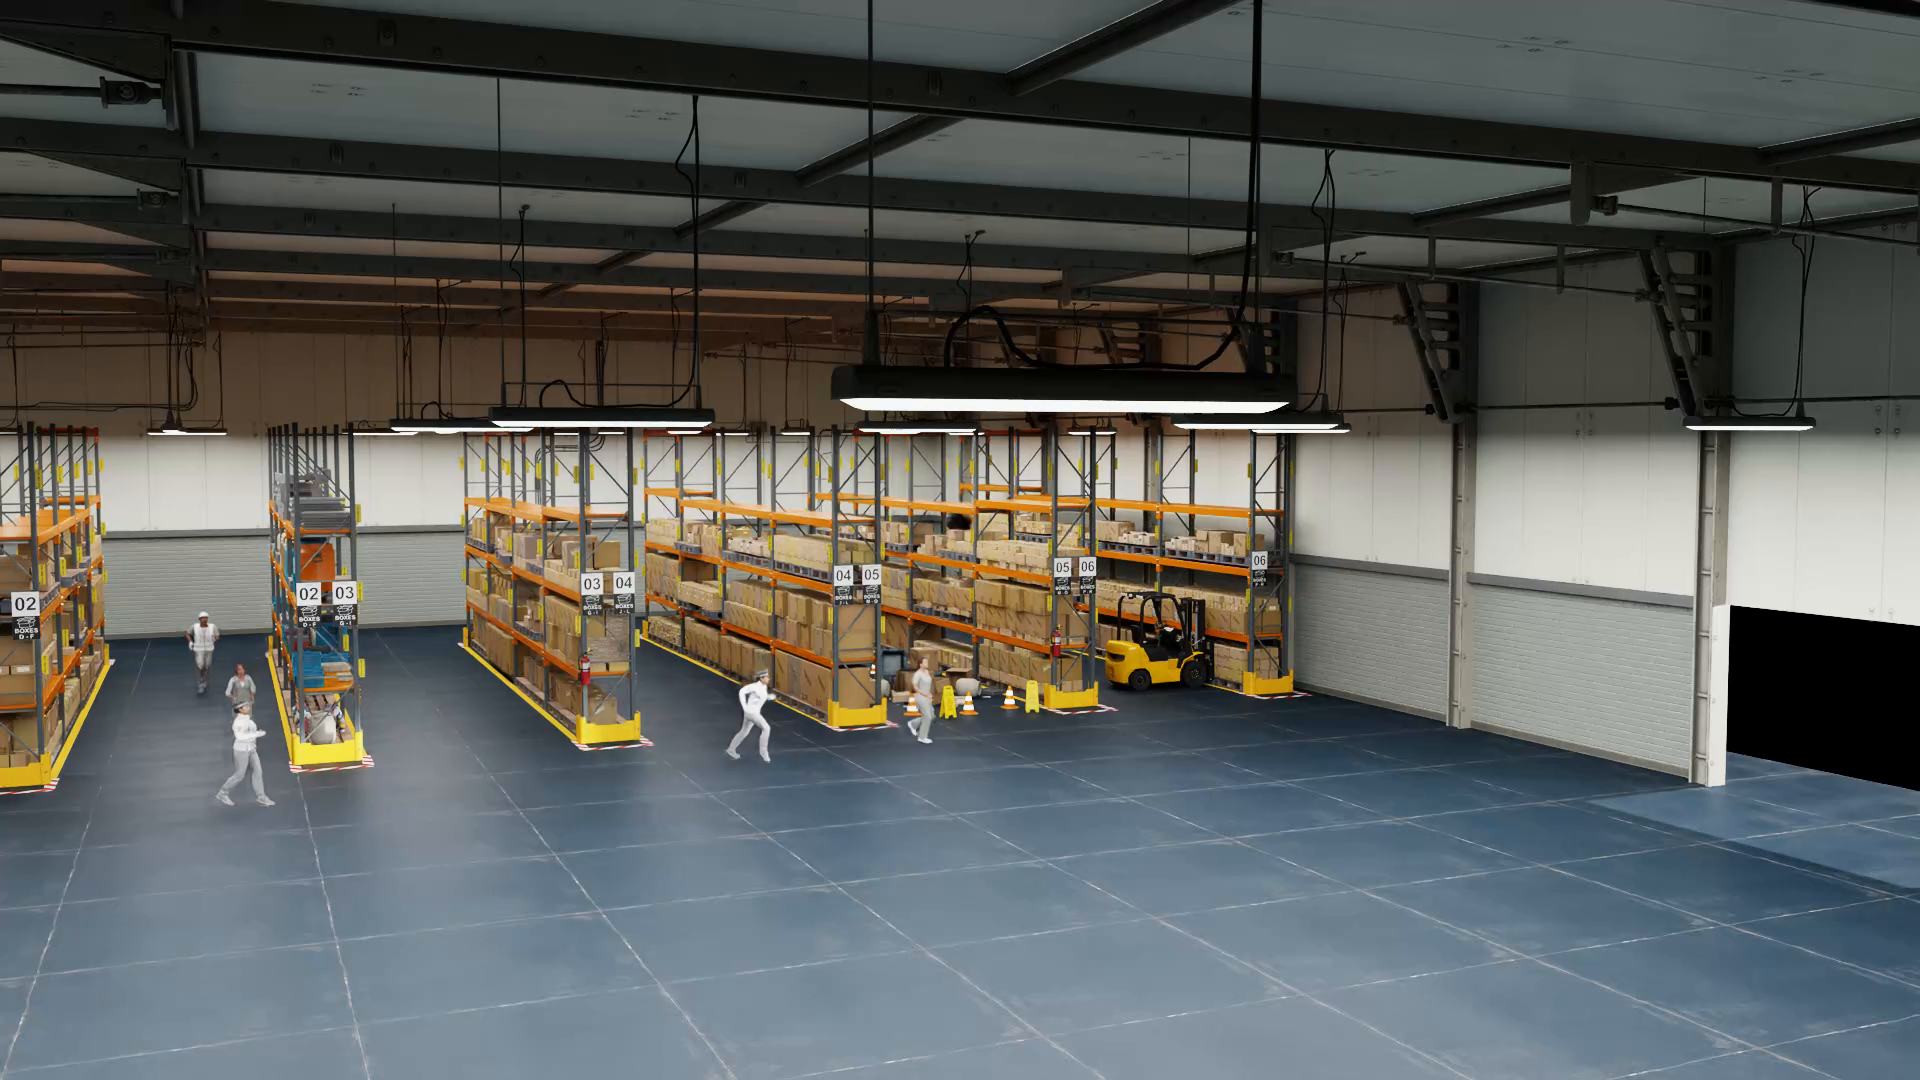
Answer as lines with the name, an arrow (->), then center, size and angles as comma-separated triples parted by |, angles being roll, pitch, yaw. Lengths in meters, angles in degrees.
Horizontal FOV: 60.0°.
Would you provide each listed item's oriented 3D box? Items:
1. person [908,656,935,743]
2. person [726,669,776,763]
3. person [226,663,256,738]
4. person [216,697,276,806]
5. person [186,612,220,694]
person -> -0.746, 2.995, 31.326 | 0.604, 1.626, 0.589 | 2, 4, 26
person -> -3.701, 3.108, 29.436 | 0.901, 1.672, 0.619 | 0, 4, 7
person -> -13.262, 3.064, 30.693 | 0.537, 1.585, 0.779 | -2, 4, -33
person -> -11.061, 3.279, 25.708 | 0.855, 1.713, 0.605 | 0, 3, -4
person -> -17.084, 2.543, 37.591 | 0.656, 1.843, 0.766 | -2, 4, -36
